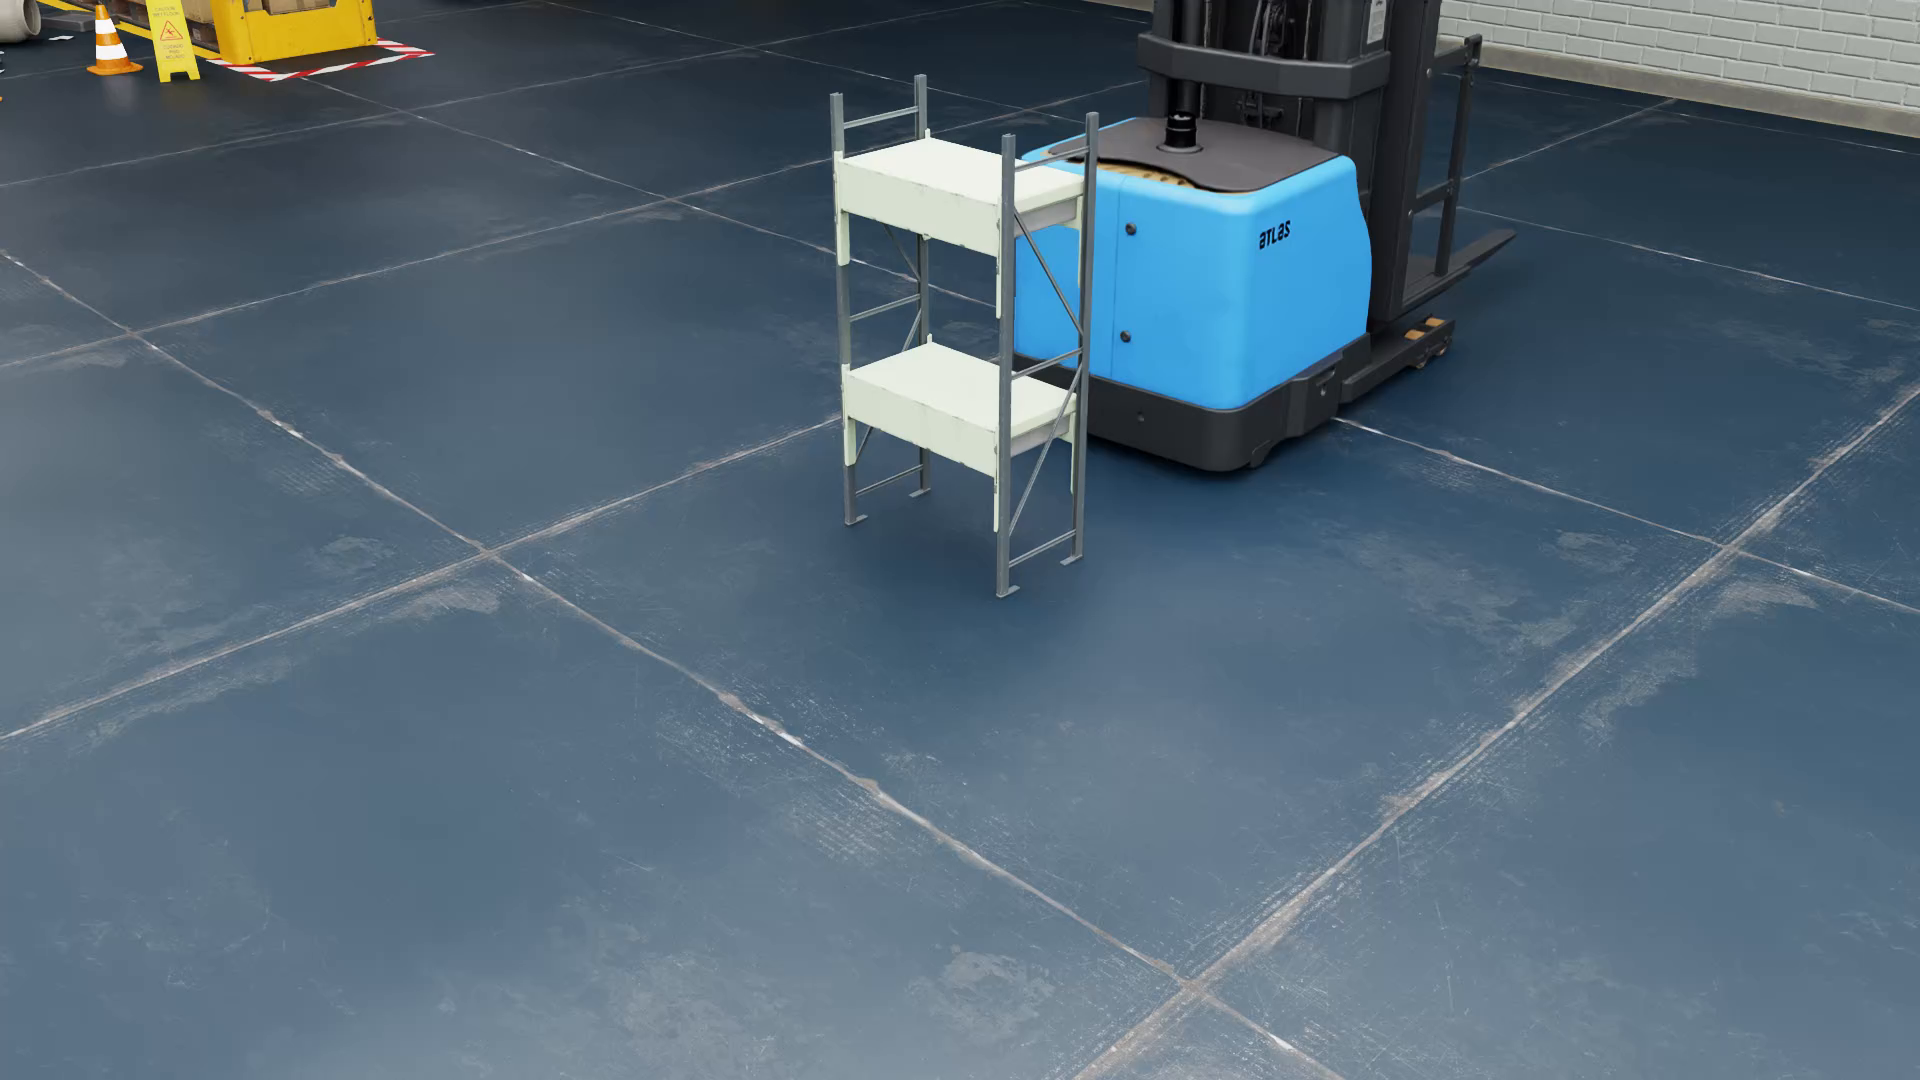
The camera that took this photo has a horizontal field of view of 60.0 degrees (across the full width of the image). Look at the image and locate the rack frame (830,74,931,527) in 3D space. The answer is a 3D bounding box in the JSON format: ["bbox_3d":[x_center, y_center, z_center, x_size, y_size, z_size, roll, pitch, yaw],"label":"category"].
[{"bbox_3d":[-0.256,-0.781,5.624,0.023,1.500,0.400,25,36,38],"label":"rack frame"}]

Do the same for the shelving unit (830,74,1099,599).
[{"bbox_3d":[0.005,-0.662,5.397,0.755,1.500,0.431,25,36,38],"label":"shelving unit"}]

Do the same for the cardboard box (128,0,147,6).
[{"bbox_3d":[-6.618,-4.622,13.820,0.500,0.250,0.500,23,35,37],"label":"cardboard box"}]

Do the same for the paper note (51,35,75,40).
[{"bbox_3d":[-7.270,-4.071,13.459,0.148,0.019,0.142,12,30,22],"label":"paper note"}]

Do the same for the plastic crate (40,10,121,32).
[{"bbox_3d":[-7.420,-4.366,13.968,0.583,0.080,0.402,12,30,22],"label":"plastic crate"}]

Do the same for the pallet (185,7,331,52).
[{"bbox_3d":[-5.721,-4.205,13.521,1.213,0.211,1.003,25,36,38],"label":"pallet"}]

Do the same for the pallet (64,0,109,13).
[{"bbox_3d":[-7.461,-5.001,15.035,1.213,0.211,1.003,25,36,38],"label":"pallet"}]

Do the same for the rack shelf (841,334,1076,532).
[{"bbox_3d":[0.005,-0.373,5.549,0.720,0.370,0.431,25,36,38],"label":"rack shelf"}]

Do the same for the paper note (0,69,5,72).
[{"bbox_3d":[-7.182,-3.472,12.319,0.142,0.019,0.148,12,30,22],"label":"paper note"}]

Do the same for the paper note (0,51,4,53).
[{"bbox_3d":[-7.502,-3.812,12.989,0.123,0.001,0.032,25,36,38],"label":"paper note"}]

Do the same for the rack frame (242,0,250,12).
[{"bbox_3d":[-5.112,-5.138,12.298,0.127,3.000,1.000,25,36,38],"label":"rack frame"}]

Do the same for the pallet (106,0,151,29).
[{"bbox_3d":[-6.587,-4.603,14.278,1.213,0.211,1.003,25,36,38],"label":"pallet"}]

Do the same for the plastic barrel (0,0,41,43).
[{"bbox_3d":[-7.647,-4.169,13.224,0.512,0.421,0.421,-3,28,-5],"label":"plastic barrel"}]

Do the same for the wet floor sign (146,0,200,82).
[{"bbox_3d":[-5.727,-3.679,12.053,0.267,0.644,0.232,-13,30,-22],"label":"wet floor sign"}]

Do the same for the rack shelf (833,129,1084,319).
[{"bbox_3d":[0.005,-1.007,5.215,0.720,0.370,0.431,25,36,38],"label":"rack shelf"}]

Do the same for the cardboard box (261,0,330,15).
[{"bbox_3d":[-5.494,-4.462,13.516,0.500,0.250,0.500,24,36,38],"label":"cardboard box"}]

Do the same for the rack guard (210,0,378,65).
[{"bbox_3d":[-5.167,-4.056,12.927,0.348,0.500,1.175,25,36,38],"label":"rack guard"}]

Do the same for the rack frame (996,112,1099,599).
[{"bbox_3d":[0.266,-0.542,5.170,0.023,1.500,0.400,25,36,38],"label":"rack frame"}]

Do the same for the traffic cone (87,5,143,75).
[{"bbox_3d":[-6.323,-3.727,12.341,0.334,0.463,0.336,25,36,38],"label":"traffic cone"}]

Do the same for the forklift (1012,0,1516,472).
[{"bbox_3d":[1.512,-2.163,6.714,1.130,2.935,3.031,21,34,34],"label":"forklift"}]

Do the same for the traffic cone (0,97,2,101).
[{"bbox_3d":[-6.859,-3.248,11.430,0.334,0.463,0.336,25,36,38],"label":"traffic cone"}]

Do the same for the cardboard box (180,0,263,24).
[{"bbox_3d":[-5.895,-4.289,13.187,0.500,0.250,0.500,24,36,38],"label":"cardboard box"}]
